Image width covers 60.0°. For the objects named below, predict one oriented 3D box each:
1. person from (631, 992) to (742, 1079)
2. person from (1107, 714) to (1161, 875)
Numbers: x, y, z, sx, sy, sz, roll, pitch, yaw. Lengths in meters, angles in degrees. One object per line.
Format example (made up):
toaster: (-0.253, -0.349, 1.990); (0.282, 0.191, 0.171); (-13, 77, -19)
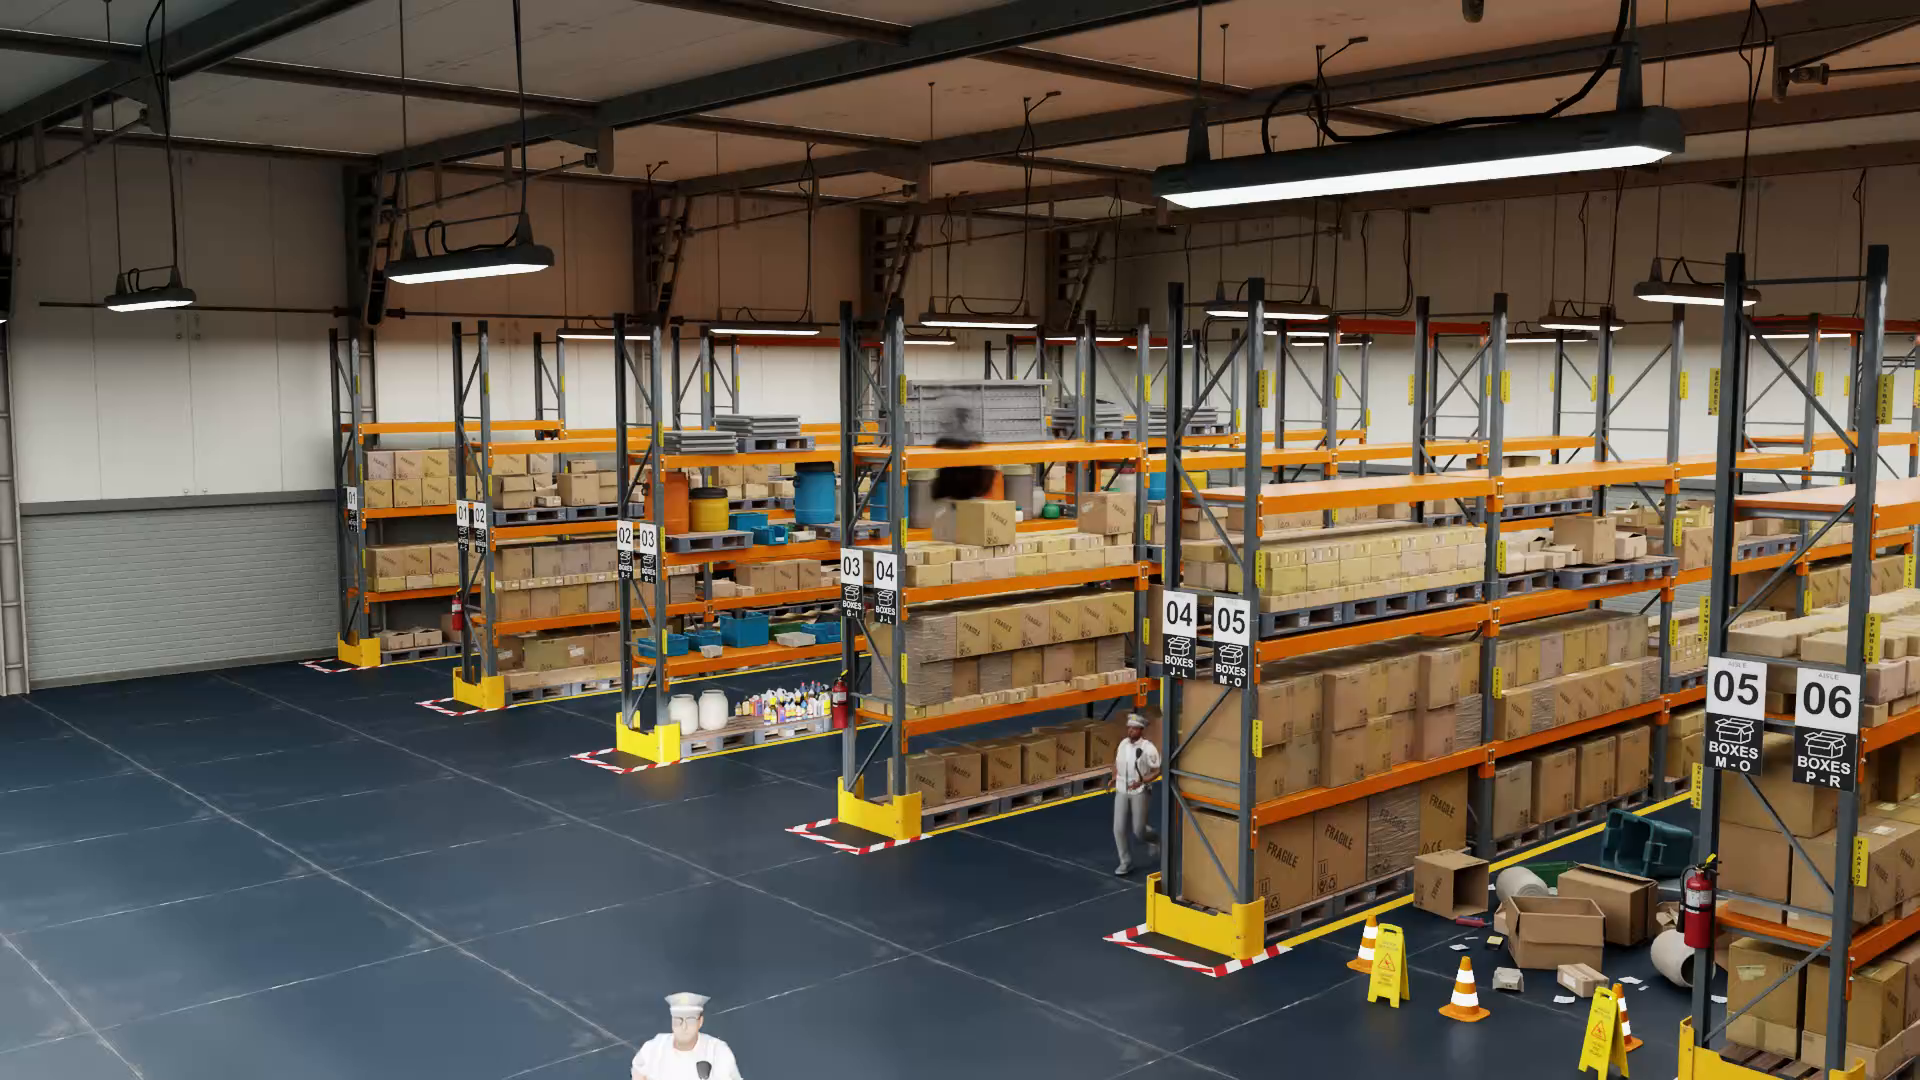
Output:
person: (-1.515, 3.391, 9.188); (0.637, 1.844, 0.725); (0, 6, -5)
person: (1.826, 2.622, 17.395); (0.580, 1.654, 0.701); (4, 7, 35)
